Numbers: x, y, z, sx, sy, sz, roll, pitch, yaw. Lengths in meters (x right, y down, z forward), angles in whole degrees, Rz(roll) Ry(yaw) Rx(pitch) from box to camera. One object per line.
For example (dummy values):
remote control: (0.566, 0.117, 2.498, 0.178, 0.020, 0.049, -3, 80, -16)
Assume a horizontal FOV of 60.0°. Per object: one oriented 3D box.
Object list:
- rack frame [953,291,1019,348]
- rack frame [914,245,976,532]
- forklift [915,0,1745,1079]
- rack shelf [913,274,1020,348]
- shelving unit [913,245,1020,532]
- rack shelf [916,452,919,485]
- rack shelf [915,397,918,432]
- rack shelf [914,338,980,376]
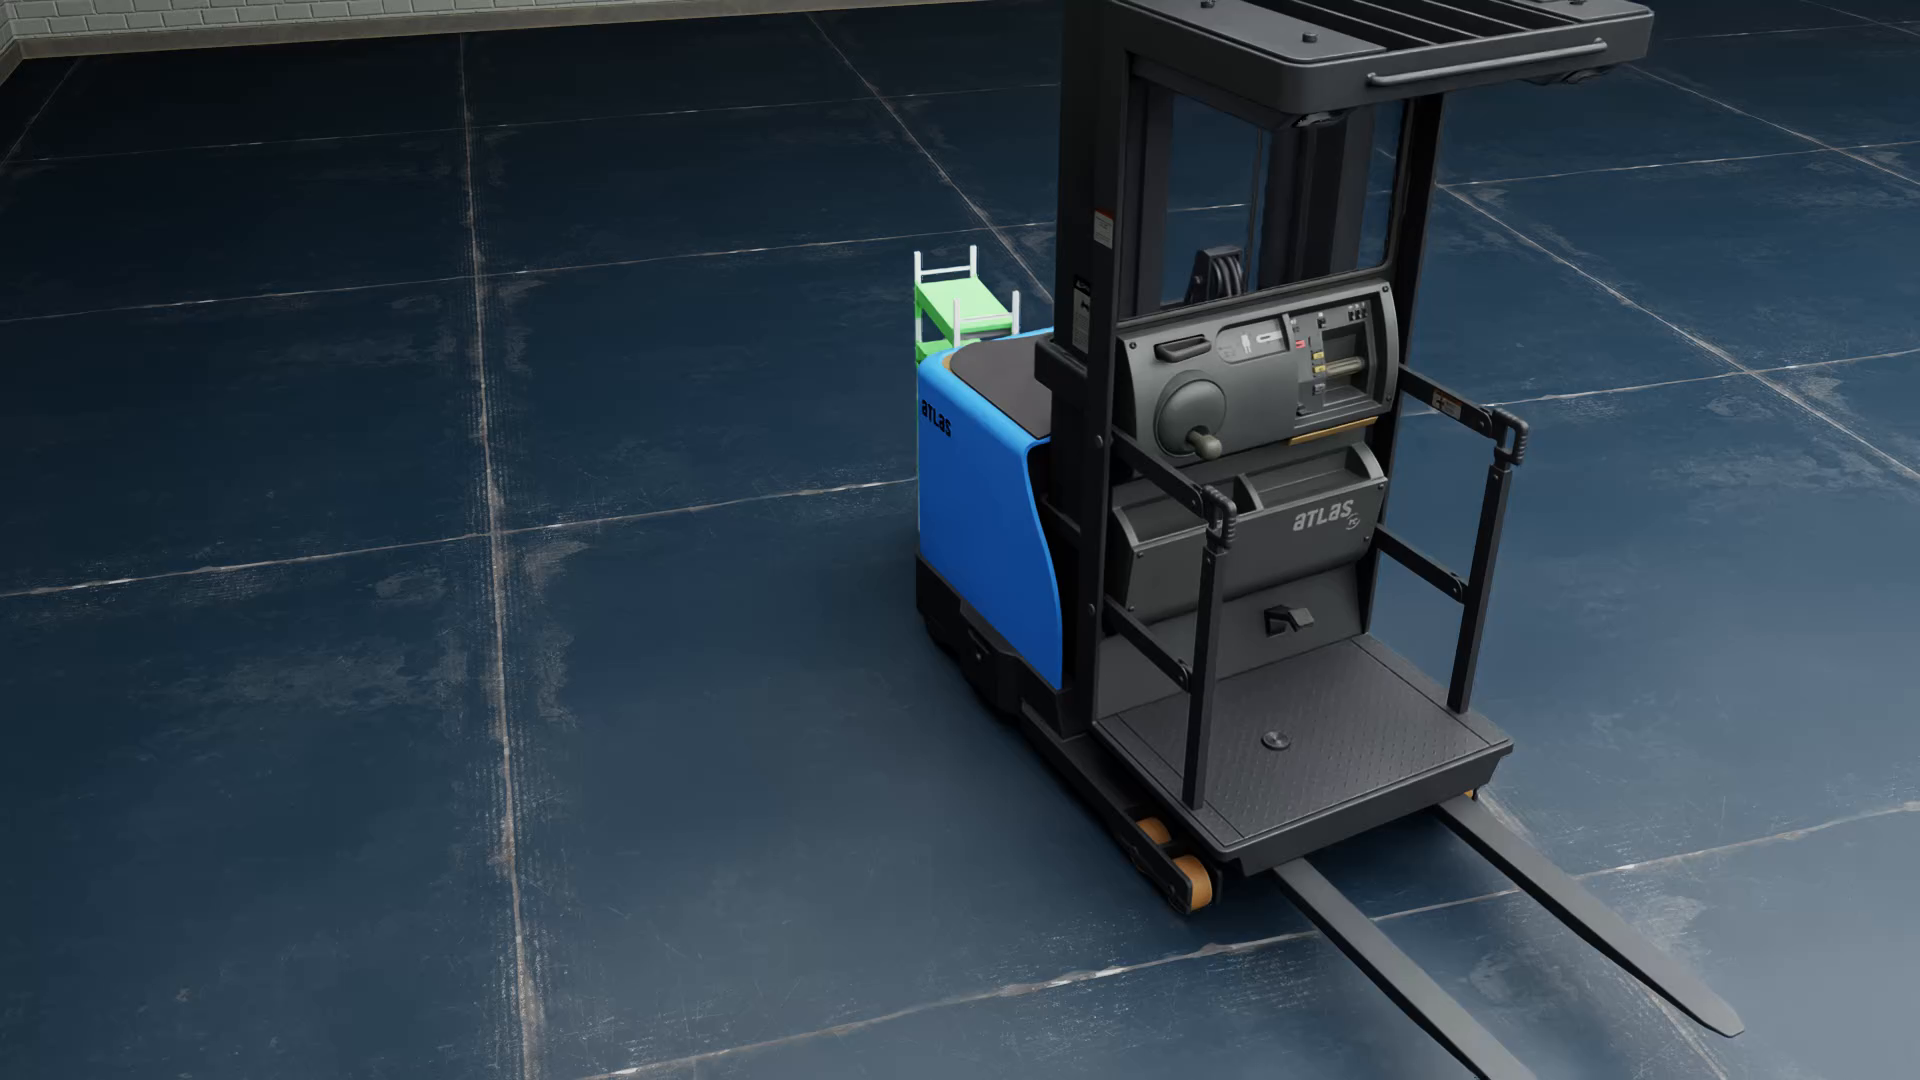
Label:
rack frame: (0.093, -0.339, 6.138, 0.240, 1.200, 0.015, -9, 31, -15)
rack frame: (-0.055, -0.572, 6.540, 0.240, 1.200, 0.015, -9, 31, -15)
forklift: (0.973, -0.438, 4.580, 1.130, 2.935, 3.031, -15, 33, -24)
rack shelf: (0.019, -0.815, 6.130, 0.258, 0.148, 0.480, -9, 31, -15)
shelving unit: (0.019, -0.455, 6.339, 0.258, 1.200, 0.503, -9, 31, -15)
rack shelf: (0.019, -0.192, 6.491, 0.258, 0.148, 0.480, -9, 31, -15)
rack shelf: (0.019, -0.400, 6.371, 0.258, 0.148, 0.480, -9, 31, -15)
rack shelf: (0.019, -0.608, 6.251, 0.258, 0.148, 0.480, -9, 31, -15)
